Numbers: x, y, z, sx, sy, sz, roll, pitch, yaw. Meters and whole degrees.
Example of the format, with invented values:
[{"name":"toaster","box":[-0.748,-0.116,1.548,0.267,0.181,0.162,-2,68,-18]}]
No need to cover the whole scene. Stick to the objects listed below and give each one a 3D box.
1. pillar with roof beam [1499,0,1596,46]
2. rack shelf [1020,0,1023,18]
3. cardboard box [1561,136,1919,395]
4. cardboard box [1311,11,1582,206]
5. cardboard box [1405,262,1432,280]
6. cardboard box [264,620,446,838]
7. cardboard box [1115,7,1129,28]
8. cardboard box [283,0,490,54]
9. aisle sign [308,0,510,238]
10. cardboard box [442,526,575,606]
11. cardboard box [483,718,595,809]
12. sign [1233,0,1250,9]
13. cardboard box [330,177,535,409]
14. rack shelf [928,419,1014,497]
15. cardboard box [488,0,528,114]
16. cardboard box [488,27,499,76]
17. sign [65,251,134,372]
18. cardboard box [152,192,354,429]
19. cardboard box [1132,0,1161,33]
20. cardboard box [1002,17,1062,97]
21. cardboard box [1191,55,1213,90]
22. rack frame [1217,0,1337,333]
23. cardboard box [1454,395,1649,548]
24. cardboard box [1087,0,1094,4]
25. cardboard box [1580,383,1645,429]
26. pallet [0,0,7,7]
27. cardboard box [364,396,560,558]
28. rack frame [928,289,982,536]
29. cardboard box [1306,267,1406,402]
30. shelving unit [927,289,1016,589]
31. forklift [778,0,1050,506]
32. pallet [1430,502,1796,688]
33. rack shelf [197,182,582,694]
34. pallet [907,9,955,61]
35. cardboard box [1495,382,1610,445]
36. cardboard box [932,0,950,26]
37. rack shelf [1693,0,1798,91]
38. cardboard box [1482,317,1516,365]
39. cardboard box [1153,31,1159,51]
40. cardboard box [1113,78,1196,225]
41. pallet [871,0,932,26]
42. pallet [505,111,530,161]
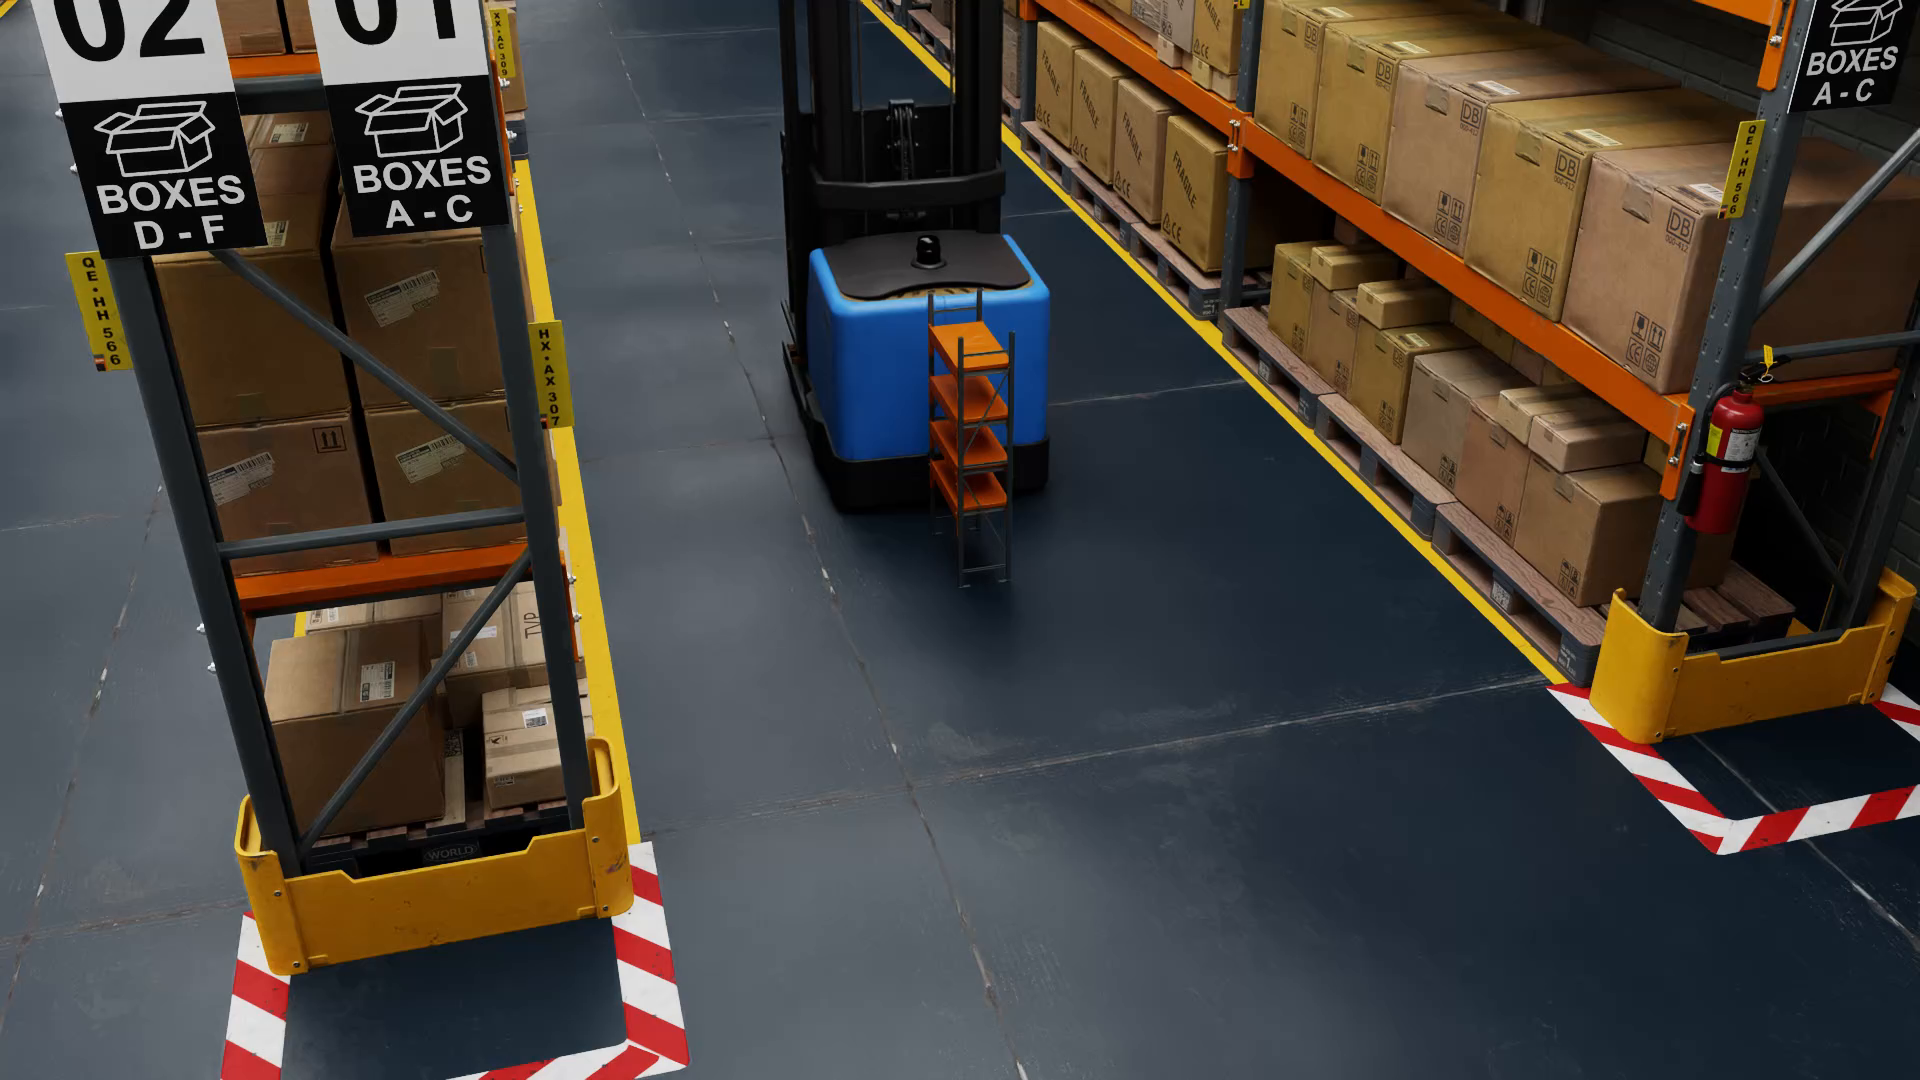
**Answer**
[{"name":"pillar with roof beam","box":[-1.096,-4.409,6.385,9.100,9.000,0.400,-8,31,-13]},{"name":"rack shelf","box":[0.442,-5.195,14.449,1.077,0.370,4.000,-8,31,-13]},{"name":"cardboard box","box":[2.951,-1.051,6.273,0.980,0.700,0.700,-6,31,-11]},{"name":"cardboard box","box":[2.351,-2.121,8.120,0.980,0.700,0.700,-9,31,-15]},{"name":"cardboard box","box":[2.499,-1.329,8.481,0.380,0.149,0.250,-9,31,-15]},{"name":"cardboard box","box":[-2.061,0.645,5.697,0.500,0.500,0.500,-8,31,-13]},{"name":"cardboard box","box":[1.255,-3.511,11.053,0.380,0.149,0.250,-8,31,-13]},{"name":"cardboard box","box":[-1.570,-1.531,4.557,0.500,0.250,0.500,-8,31,-13]},{"name":"aisle sign","box":[-1.378,-1.147,4.143,0.394,0.787,0.004,-8,31,-13]},{"name":"cardboard box","box":[-1.815,0.200,6.715,0.500,0.250,0.500,-8,31,-13]},{"name":"cardboard box","box":[-1.459,0.779,5.816,0.380,0.149,0.250,-8,31,-13]},{"name":"sign","box":[1.514,-2.998,8.859,0.100,0.325,0.005,-8,31,-13]},{"name":"cardboard box","box":[-1.542,-0.741,4.939,0.500,0.500,0.500,-7,31,-12]},{"name":"rack shelf","box":[0.044,-0.381,7.345,0.258,0.148,0.480,-8,31,-13]},{"name":"cardboard box","box":[-2.651,-2.432,8.438,0.700,0.500,0.500,-19,35,-30]},{"name":"cardboard box","box":[-2.084,-1.724,6.636,0.500,0.500,0.500,-8,31,-13]},{"name":"sign","box":[-2.219,-0.590,4.303,0.100,0.325,0.005,-8,31,-13]},{"name":"cardboard box","box":[-2.062,-0.671,4.816,0.500,0.500,0.500,-8,31,-14]},{"name":"cardboard box","box":[1.399,-3.467,10.330,0.500,0.500,0.500,-8,31,-13]},{"name":"cardboard box","box":[0.731,-3.990,13.705,0.700,0.500,0.500,-7,31,-13]},{"name":"cardboard box","box":[1.582,-2.753,9.742,0.380,0.149,0.250,-7,31,-12]},{"name":"rack frame","box":[2.035,-2.608,9.262,1.000,3.000,0.127,-8,31,-13]},{"name":"cardboard box","box":[2.681,-0.343,7.424,0.700,0.500,0.500,-8,31,-13]},{"name":"cardboard box","box":[1.070,-3.883,11.695,0.380,0.149,0.250,-8,31,-14]},{"name":"cardboard box","box":[2.905,-0.593,7.208,0.380,0.149,0.250,-8,31,-13]},{"name":"pallet","box":[-10.426,-5.457,16.966,1.003,0.211,1.213,-8,31,-13]},{"name":"cardboard box","box":[-1.542,-0.309,5.189,0.500,0.500,0.500,-7,31,-12]},{"name":"rack frame","box":[-0.021,-0.557,7.515,0.240,1.200,0.015,-8,31,-13]},{"name":"cardboard box","box":[2.264,-1.090,8.716,0.700,0.500,0.500,-8,31,-14]},{"name":"shelving unit","box":[0.044,-0.439,7.311,0.258,1.200,0.503,-8,31,-13]},{"name":"forklift","box":[-0.383,-2.152,8.542,1.130,2.935,3.031,-6,31,-11]},{"name":"pallet","box":[2.809,0.155,7.272,1.003,0.211,1.213,-8,31,-13]},{"name":"rack shelf","box":[-2.210,-0.671,6.633,1.077,0.370,4.000,-8,31,-13]},{"name":"pallet","box":[0.119,-4.890,15.987,1.003,0.211,1.213,-8,31,-13]},{"name":"cardboard box","box":[2.536,-0.543,7.123,0.380,0.149,0.250,-7,31,-12]},{"name":"cardboard box","box":[0.123,-5.228,15.843,0.700,0.500,0.500,-7,31,-12]},{"name":"rack shelf","box":[2.565,-2.629,7.022,1.077,0.370,4.000,-8,31,-13]},{"name":"cardboard box","box":[2.702,-0.960,7.843,0.380,0.149,0.250,-8,31,-13]},{"name":"cardboard box","box":[1.429,-3.131,10.395,0.380,0.149,0.250,-8,31,-13]},{"name":"cardboard box","box":[1.498,-2.585,10.949,0.750,0.750,0.750,-7,31,-12]},{"name":"pallet","box":[-0.301,-5.585,17.189,1.003,0.211,1.213,-8,31,-13]},{"name":"pallet","box":[-2.847,-2.265,8.861,1.003,0.211,1.213,-8,31,-13]}]
